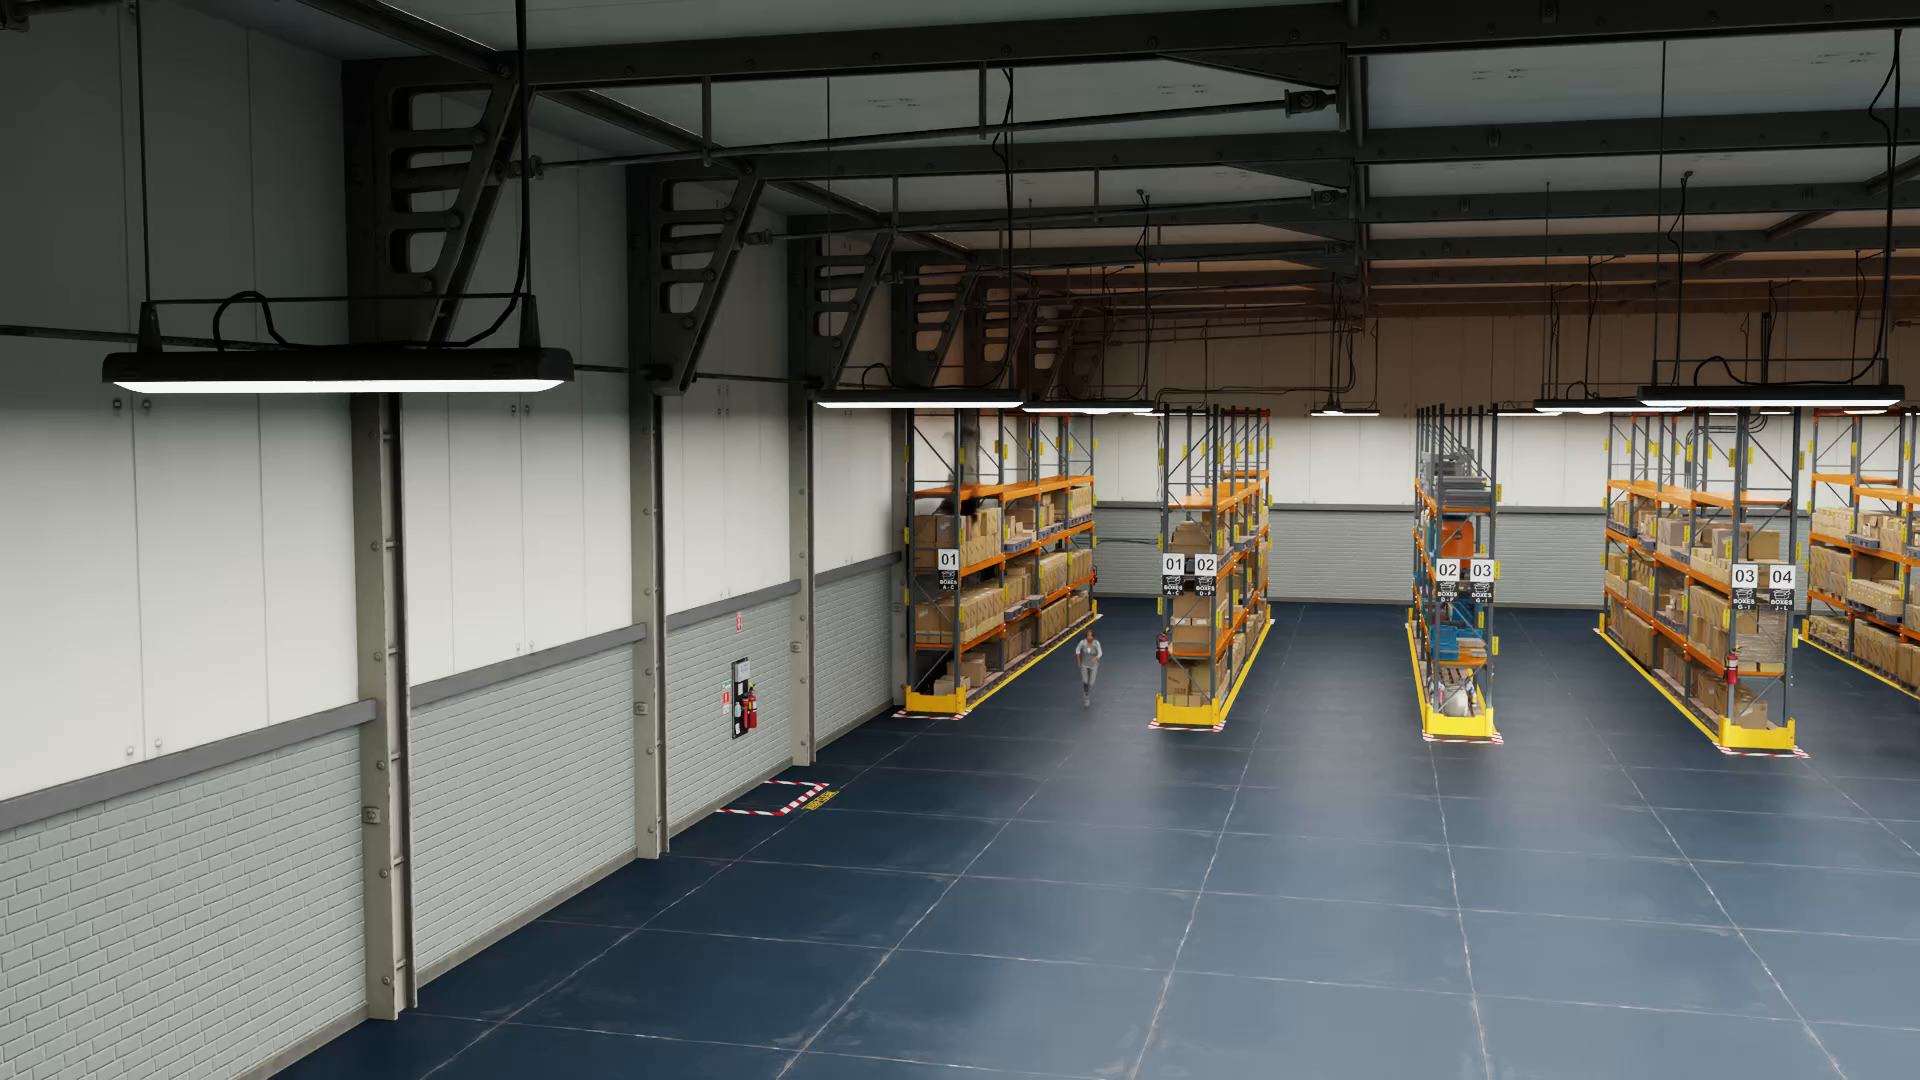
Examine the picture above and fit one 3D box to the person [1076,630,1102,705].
[{"bbox_3d":[2.564,2.537,33.018,0.504,1.541,0.659,0,4,0],"label":"person"}]
